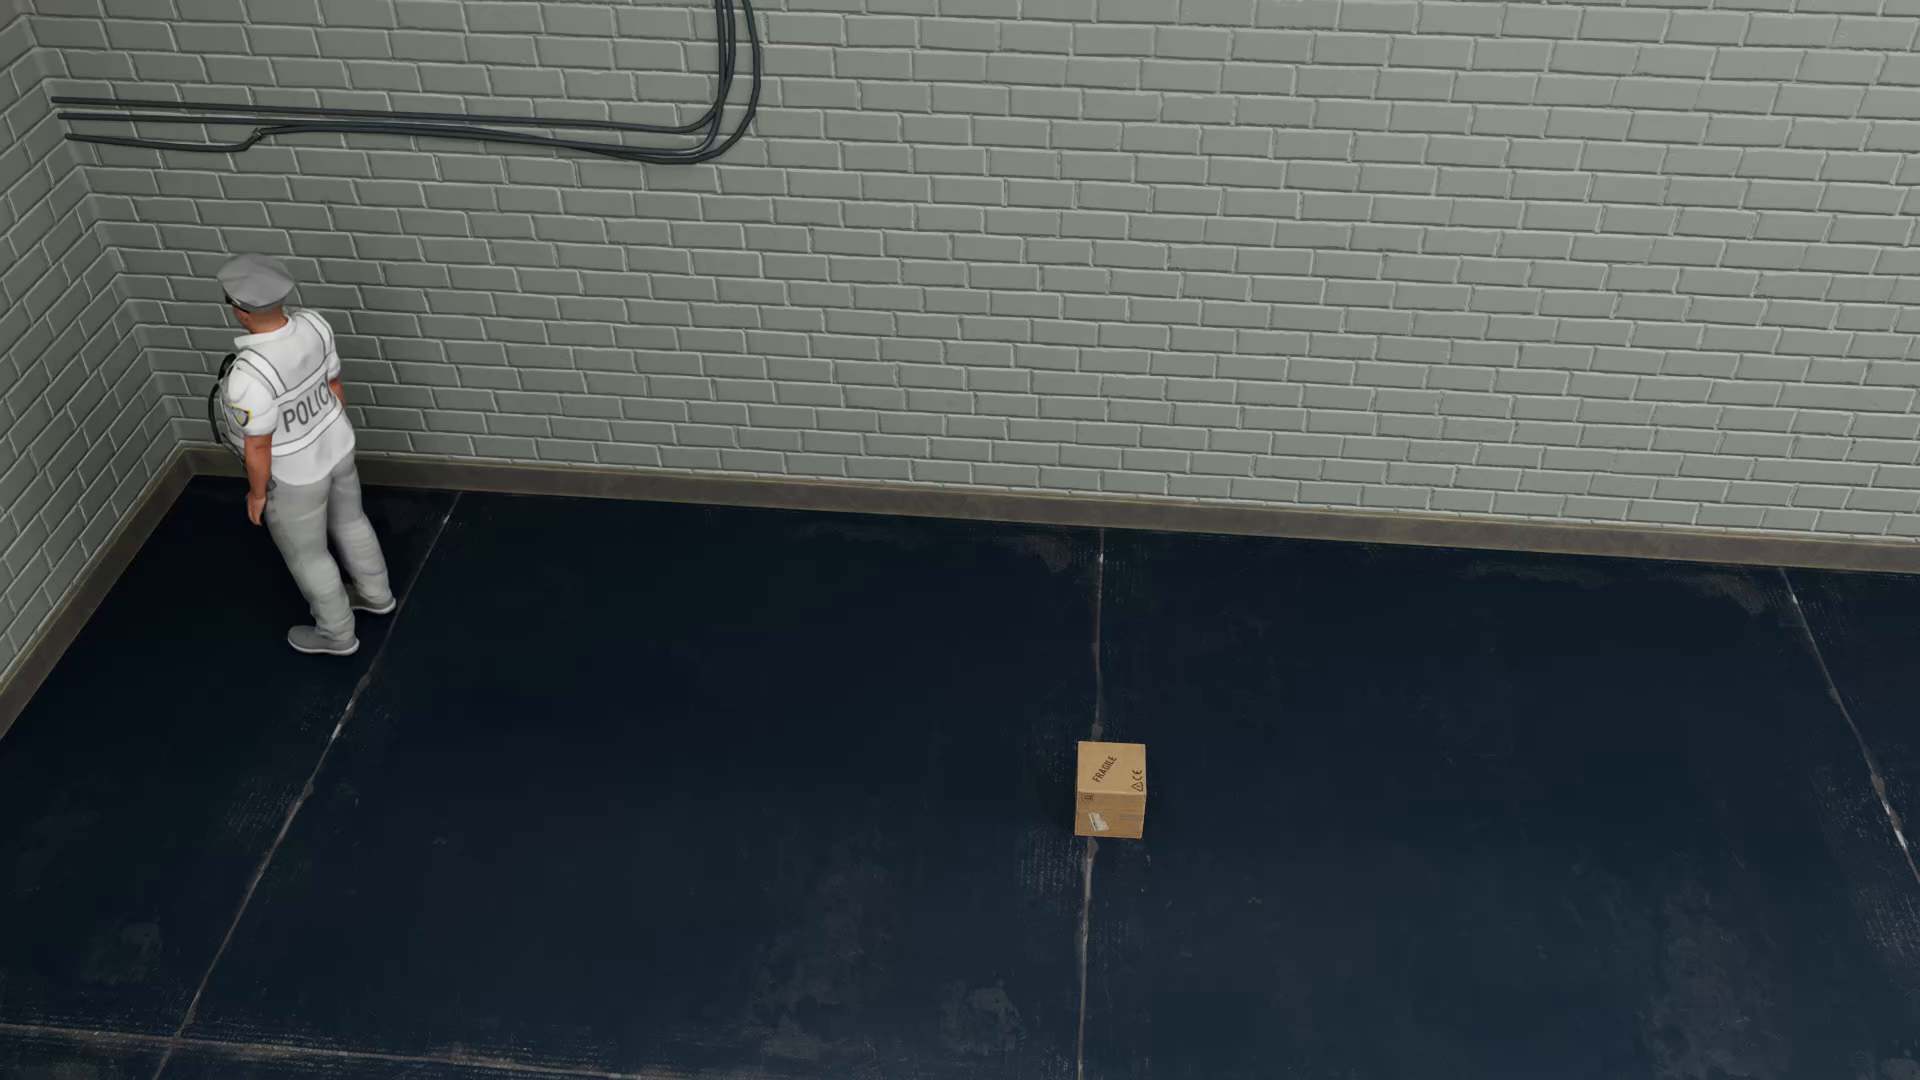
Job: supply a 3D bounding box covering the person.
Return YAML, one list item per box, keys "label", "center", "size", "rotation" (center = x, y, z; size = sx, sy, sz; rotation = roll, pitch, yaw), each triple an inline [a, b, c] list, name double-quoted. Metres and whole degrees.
- label: "person"
  center: [-2.586, -0.317, 6.484]
  size: [0.402, 1.783, 0.535]
  rotation: [12, 41, 13]
